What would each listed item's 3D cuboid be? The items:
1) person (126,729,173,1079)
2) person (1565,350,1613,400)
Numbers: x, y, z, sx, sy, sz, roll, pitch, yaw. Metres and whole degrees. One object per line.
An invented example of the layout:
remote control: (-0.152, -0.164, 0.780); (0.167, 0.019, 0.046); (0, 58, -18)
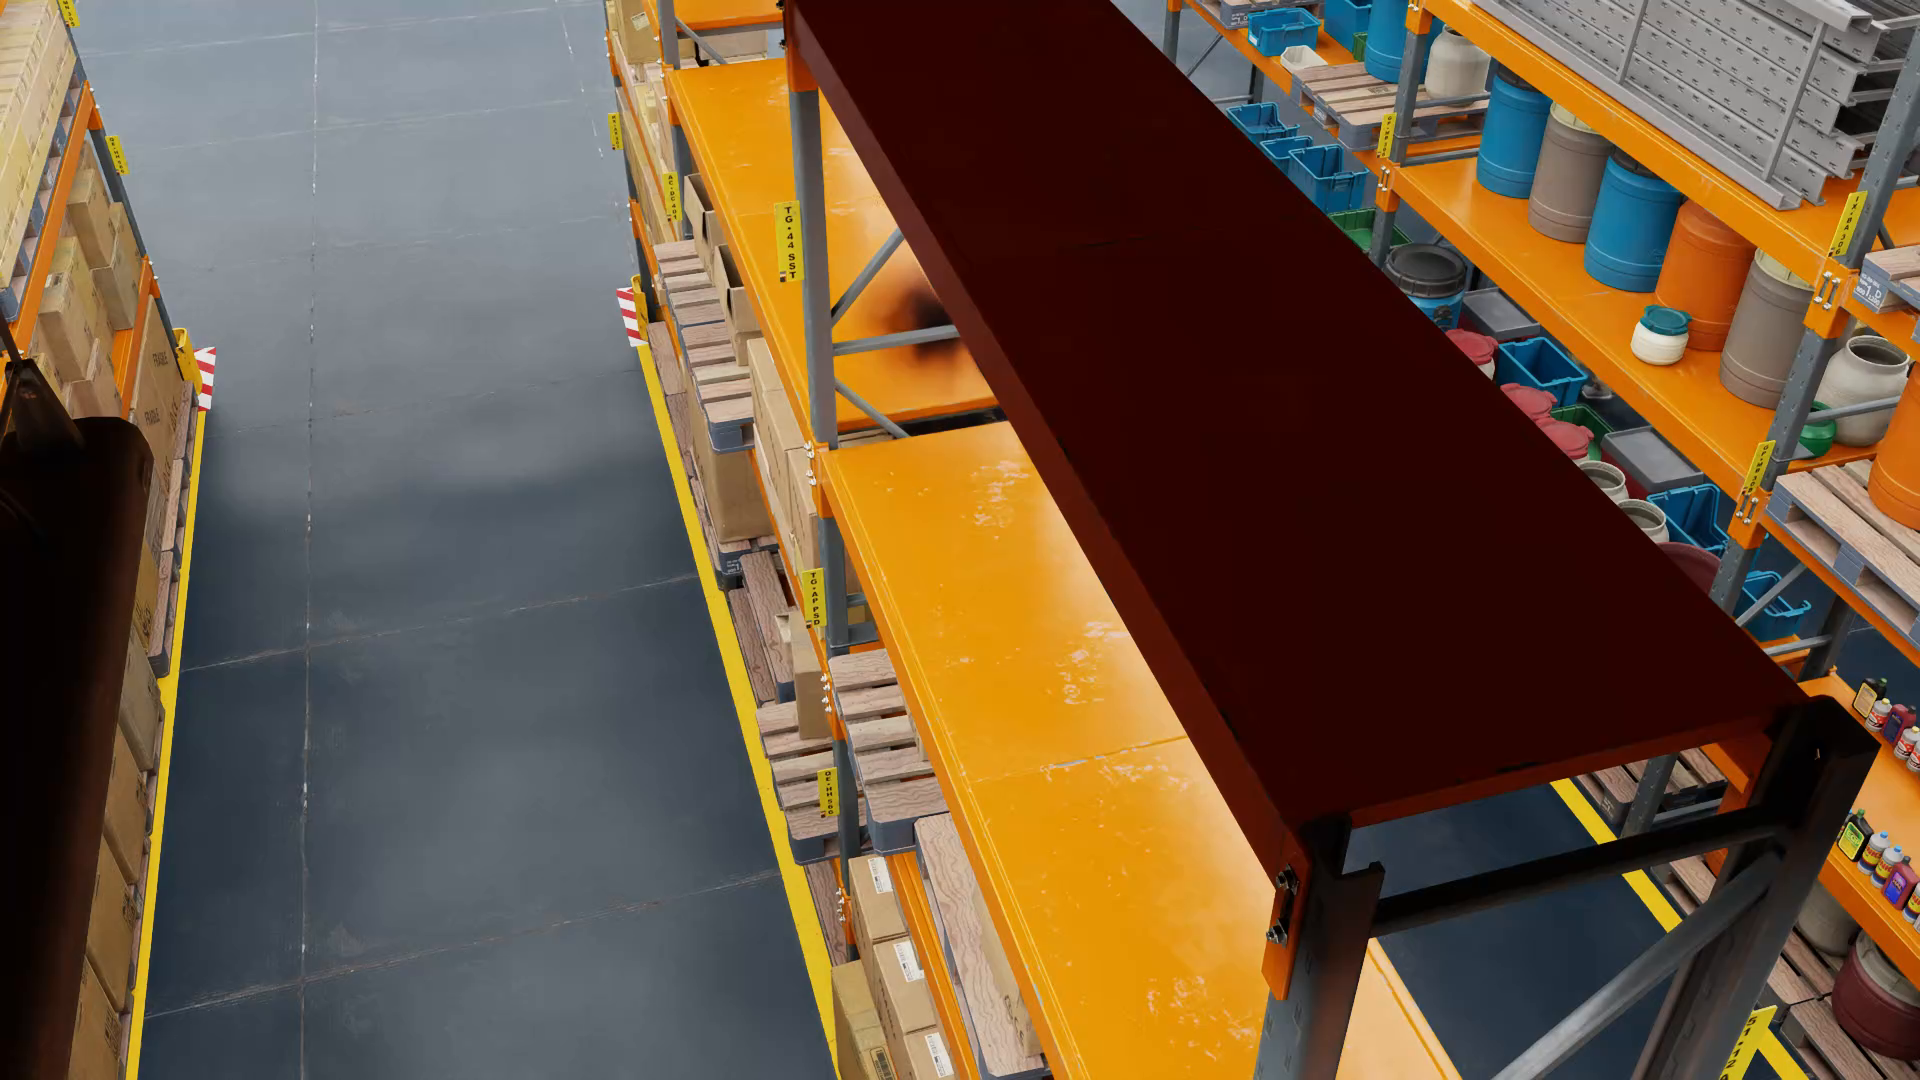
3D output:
person: (-3.338, -0.410, 12.054); (4.362, 1.638, 10.516); (21, 43, 24)
person: (5.338, -1.973, 13.958); (0.629, 1.800, 0.783); (-15, 41, -18)
